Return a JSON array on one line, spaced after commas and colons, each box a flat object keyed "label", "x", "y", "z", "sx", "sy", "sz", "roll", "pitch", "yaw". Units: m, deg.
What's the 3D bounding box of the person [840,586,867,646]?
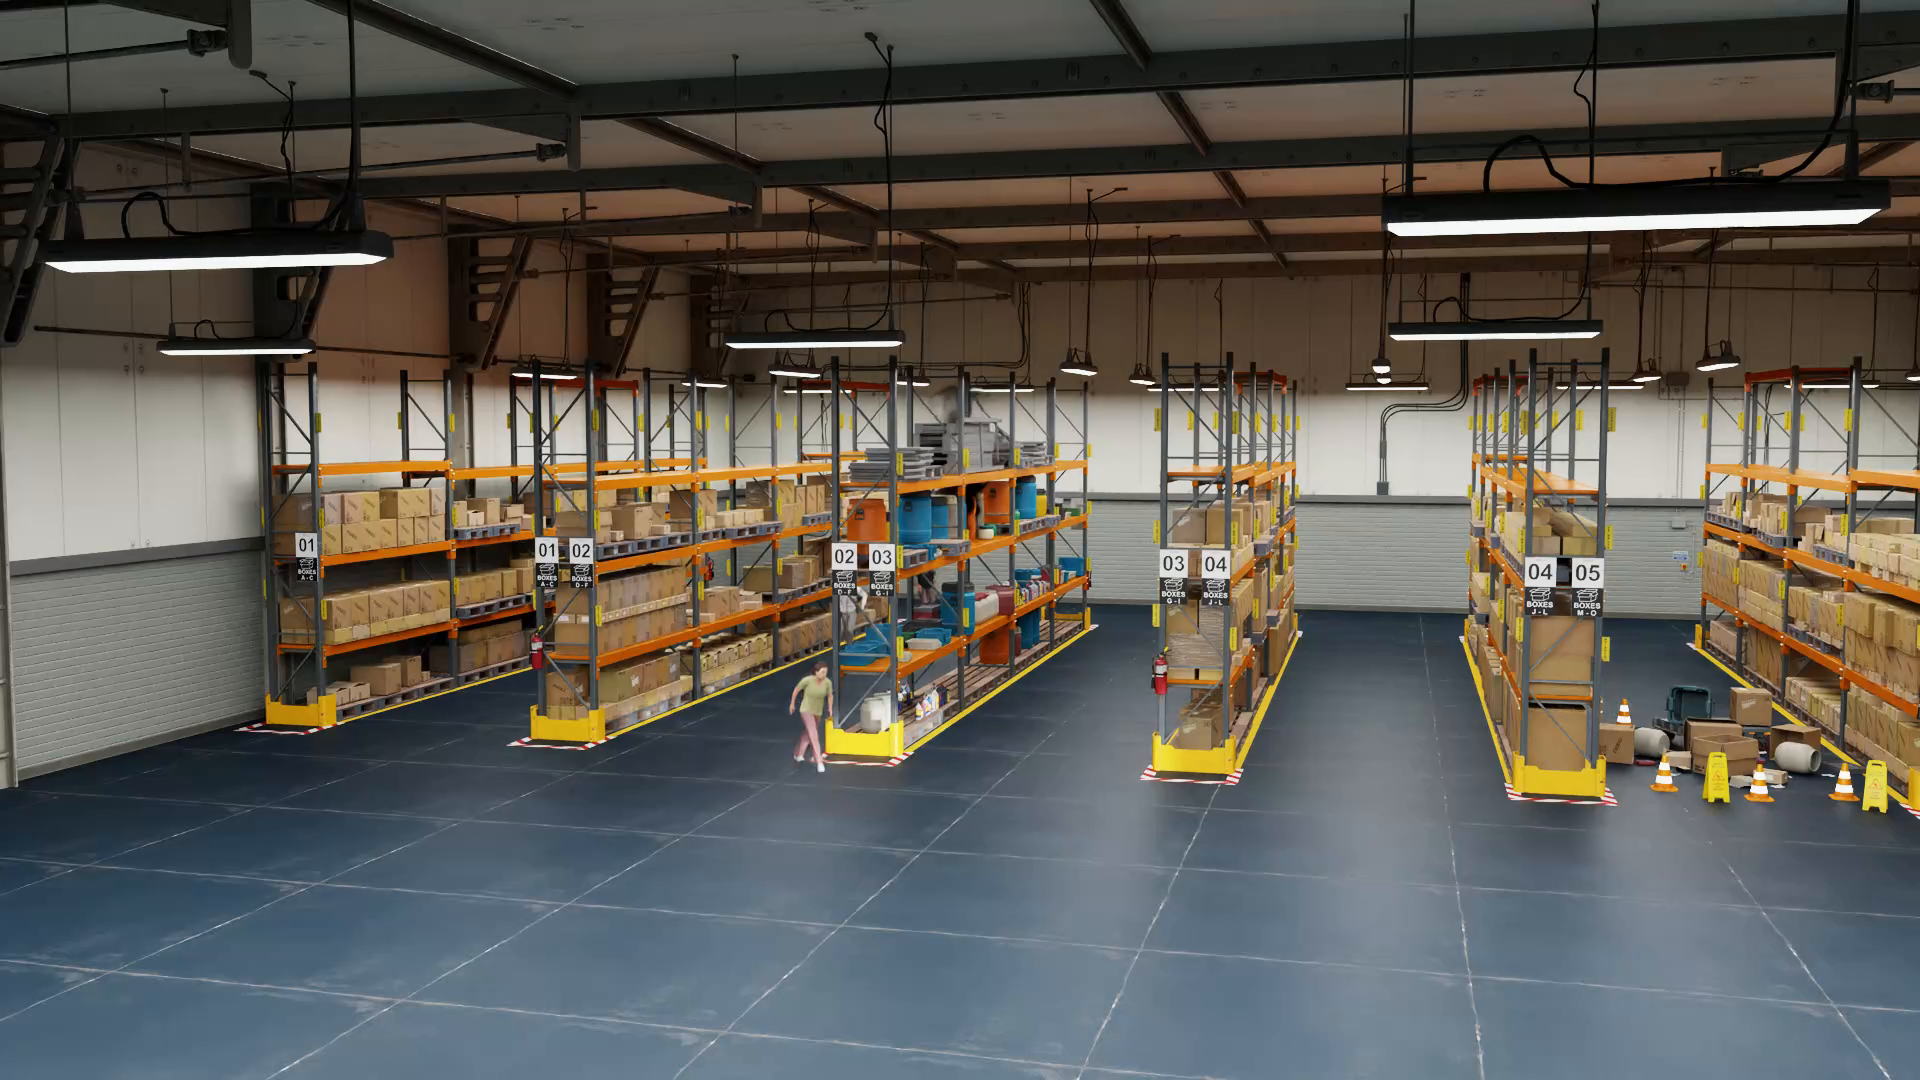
[{"label": "person", "x": -2.259, "y": 1.540, "z": 33.889, "sx": 0.600, "sy": 1.788, "sz": 0.721, "roll": 1, "pitch": 4, "yaw": 14}]

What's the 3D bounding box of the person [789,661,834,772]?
[{"label": "person", "x": -2.147, "y": 2.501, "z": 24.049, "sx": 0.586, "sy": 1.561, "sz": 0.983, "roll": -2, "pitch": 5, "yaw": -30}]

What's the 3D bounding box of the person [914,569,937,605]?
[{"label": "person", "x": -0.850, "y": 1.225, "z": 41.893, "sx": 0.687, "sy": 1.687, "sz": 0.522, "roll": -2, "pitch": 4, "yaw": -25}]
